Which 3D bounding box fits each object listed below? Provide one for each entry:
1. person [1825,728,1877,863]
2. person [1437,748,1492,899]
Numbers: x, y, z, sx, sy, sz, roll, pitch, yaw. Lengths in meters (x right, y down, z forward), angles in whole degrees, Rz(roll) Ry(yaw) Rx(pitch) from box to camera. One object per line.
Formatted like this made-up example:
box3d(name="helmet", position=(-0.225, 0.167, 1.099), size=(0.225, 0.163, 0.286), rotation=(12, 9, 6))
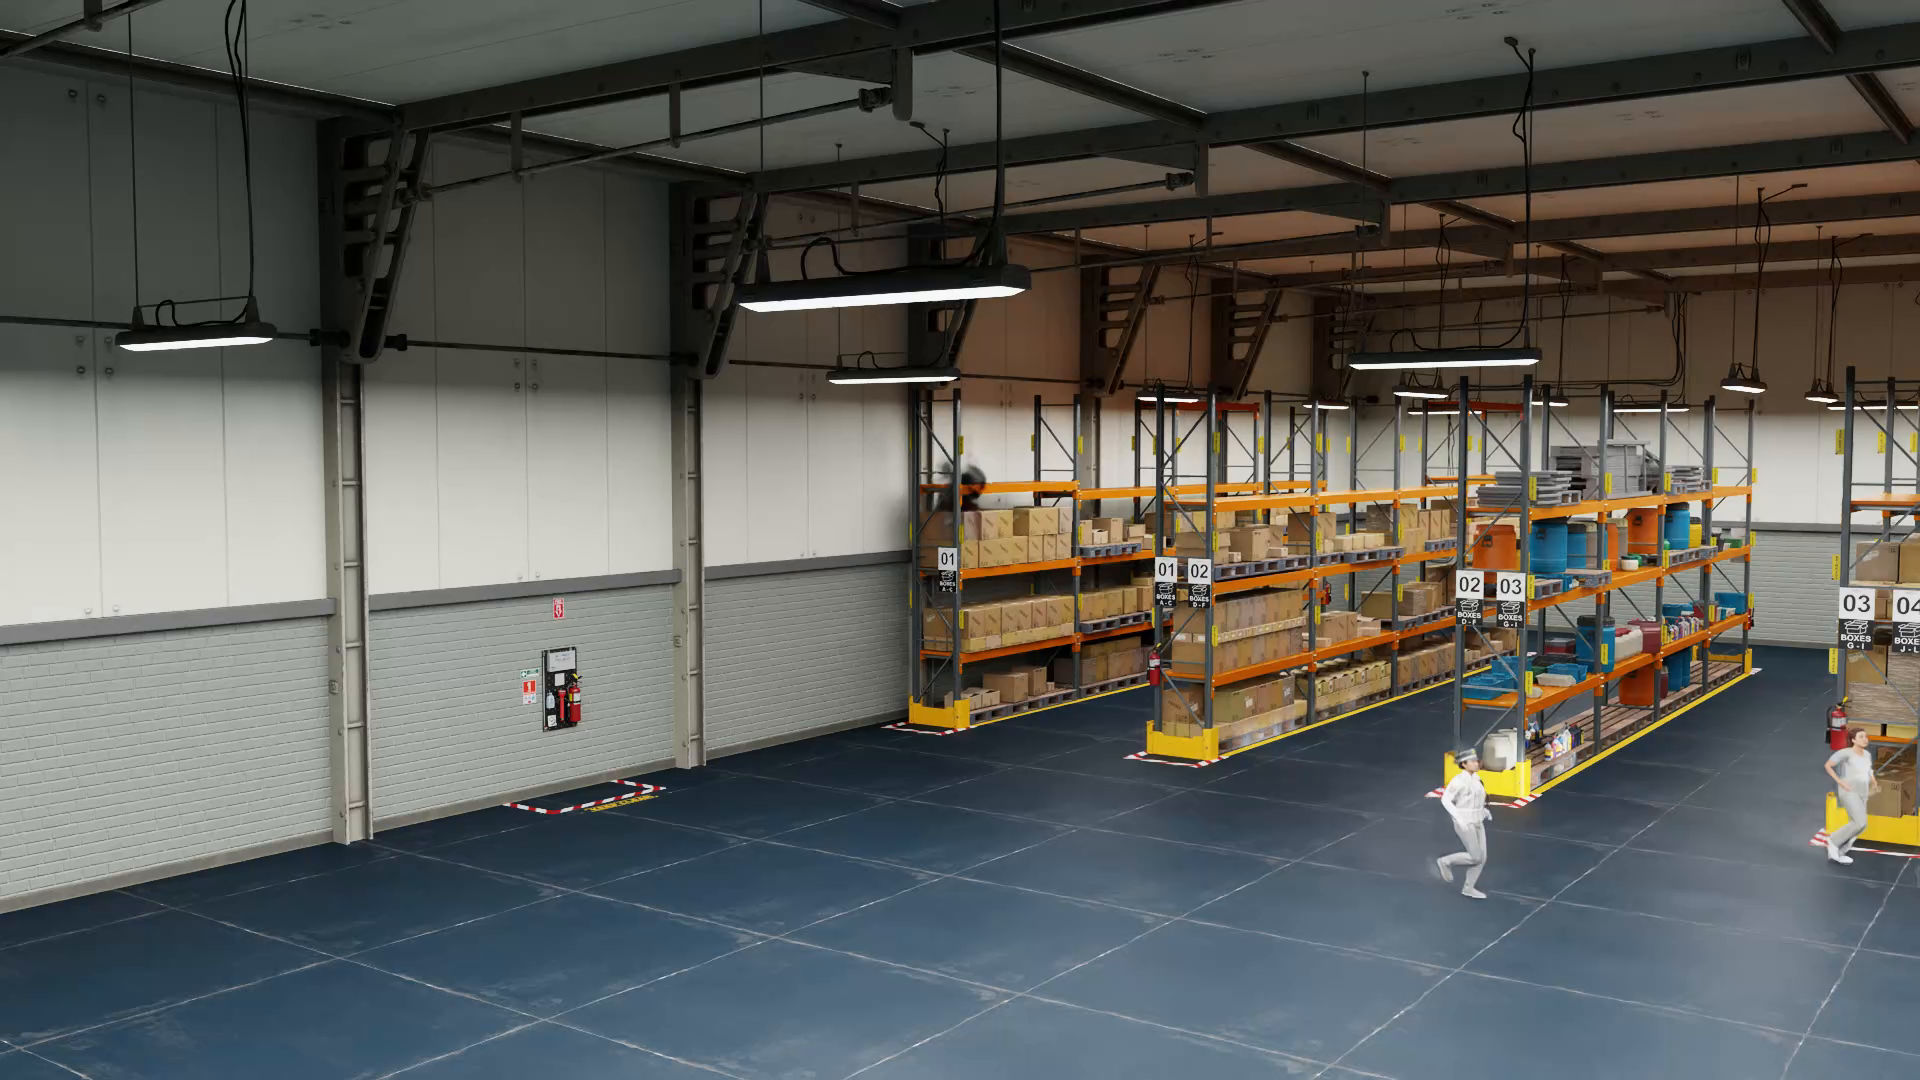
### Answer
box3d(name="person", position=(10.688, 3.049, 19.845), size=(0.595, 1.628, 0.521), rotation=(-1, 3, -18))
box3d(name="person", position=(5.611, 3.122, 18.464), size=(0.629, 1.651, 0.567), rotation=(-3, 4, -42))
